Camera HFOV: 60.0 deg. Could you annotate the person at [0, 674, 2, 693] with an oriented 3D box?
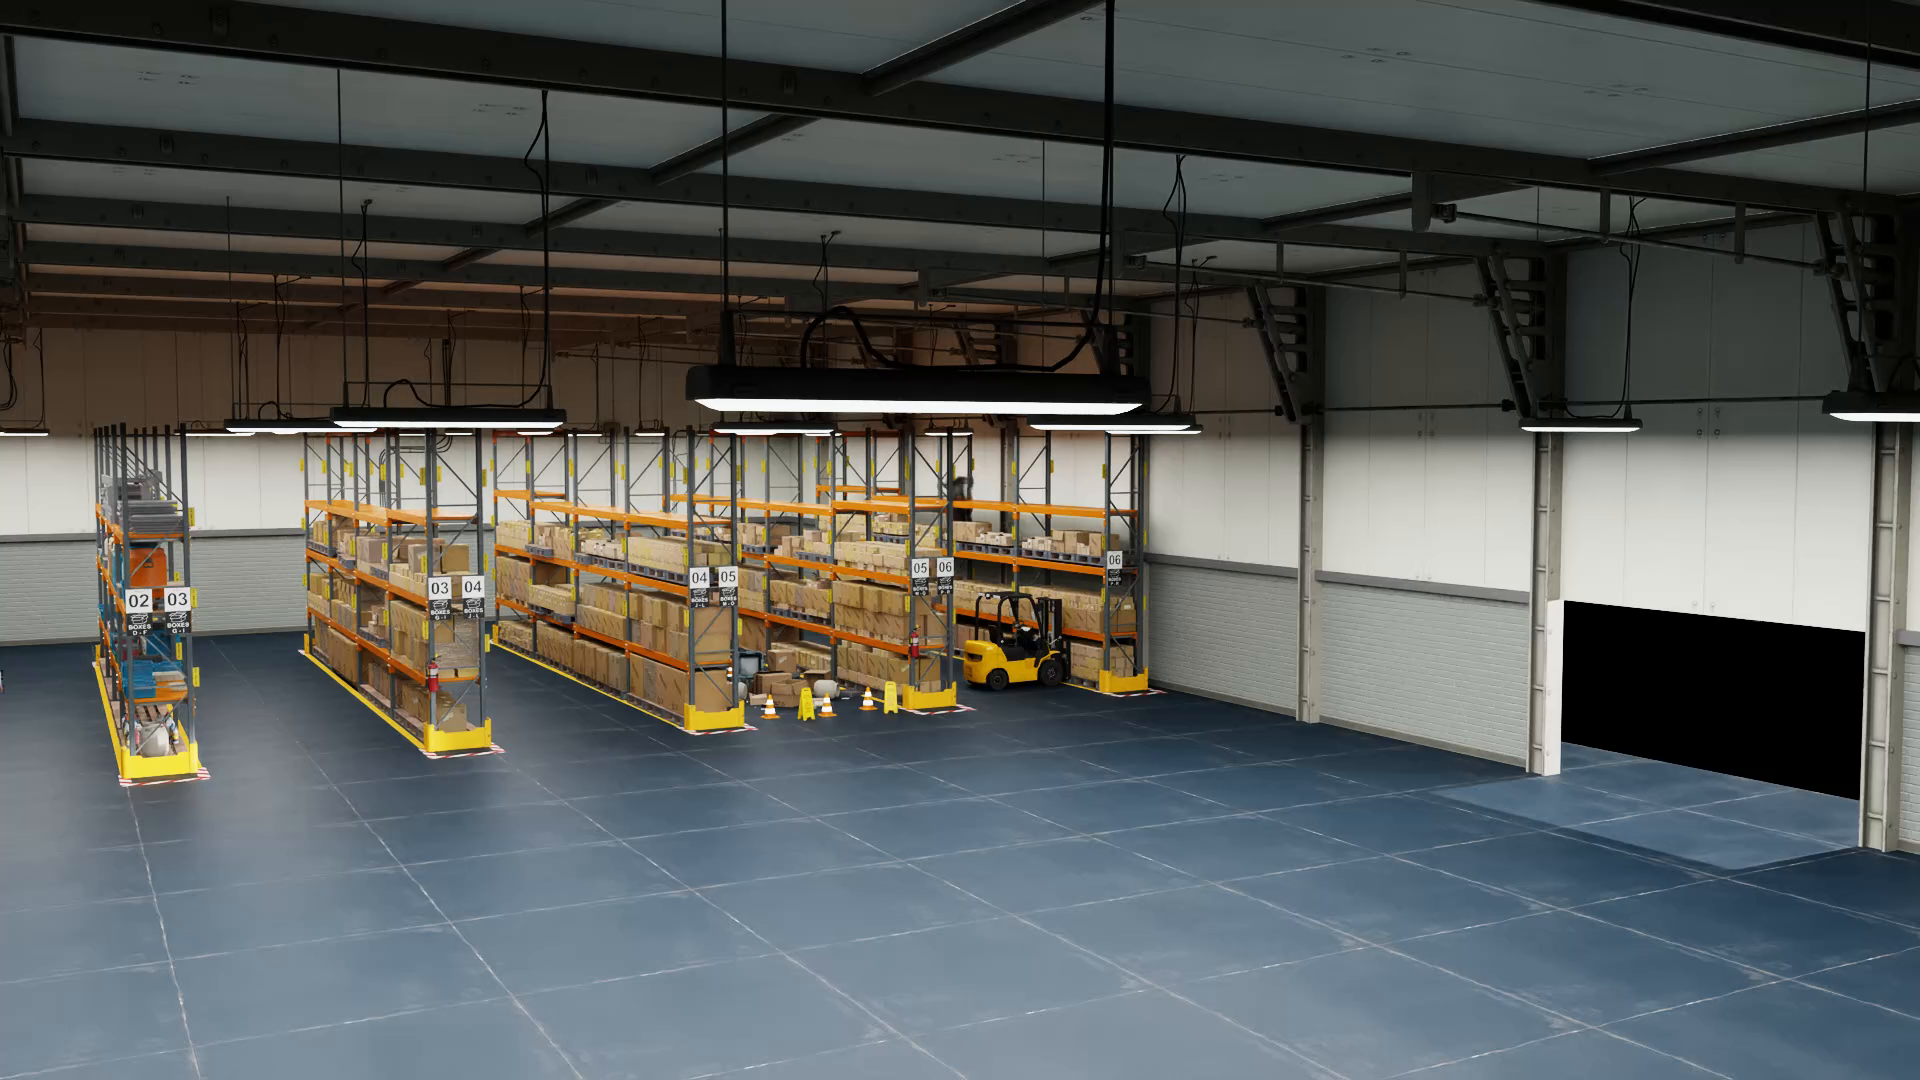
[{"bbox_3d":[-18.889,2.925,32.098,0.830,1.729,0.704,3,5,43],"label":"person"}]
